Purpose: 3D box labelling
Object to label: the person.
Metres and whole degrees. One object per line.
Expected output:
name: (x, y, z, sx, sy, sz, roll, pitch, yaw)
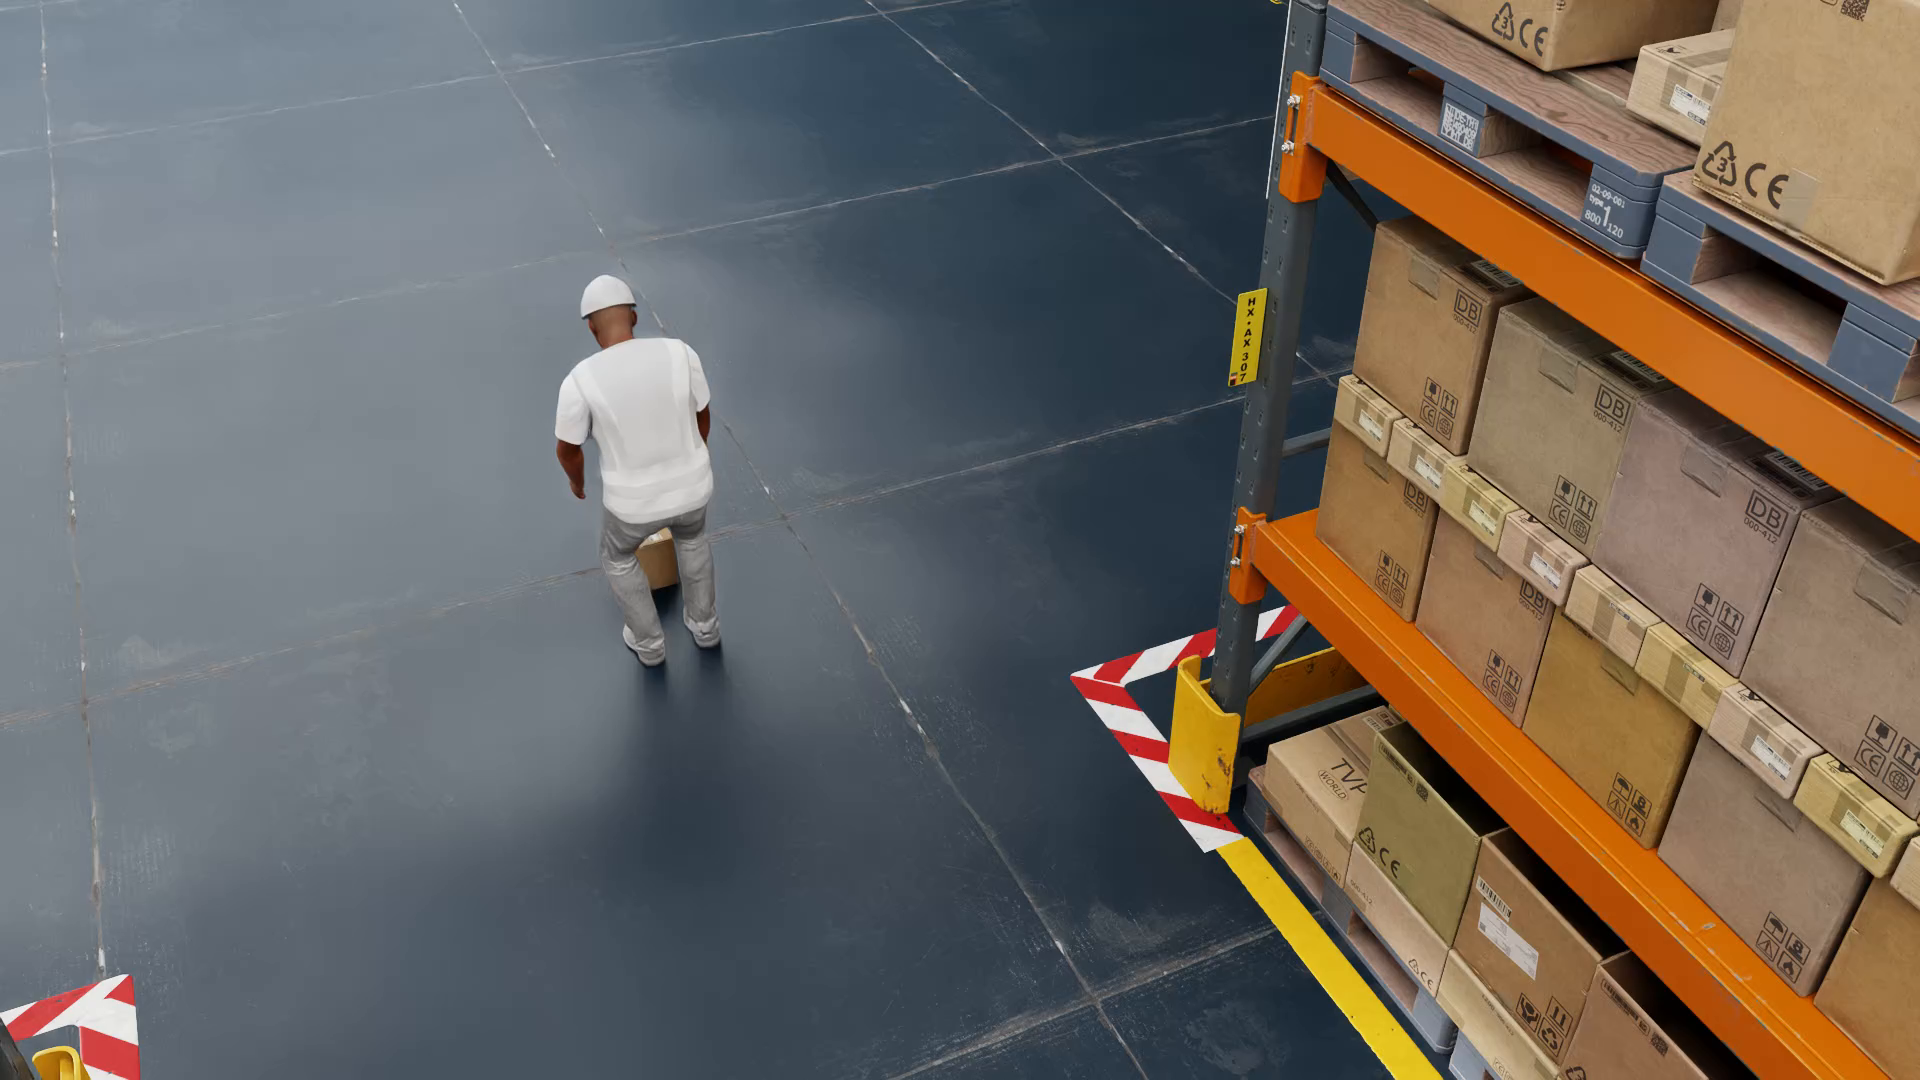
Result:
person: (-1.253, -0.239, 6.560, 0.613, 1.633, 0.576, -15, 40, -19)
